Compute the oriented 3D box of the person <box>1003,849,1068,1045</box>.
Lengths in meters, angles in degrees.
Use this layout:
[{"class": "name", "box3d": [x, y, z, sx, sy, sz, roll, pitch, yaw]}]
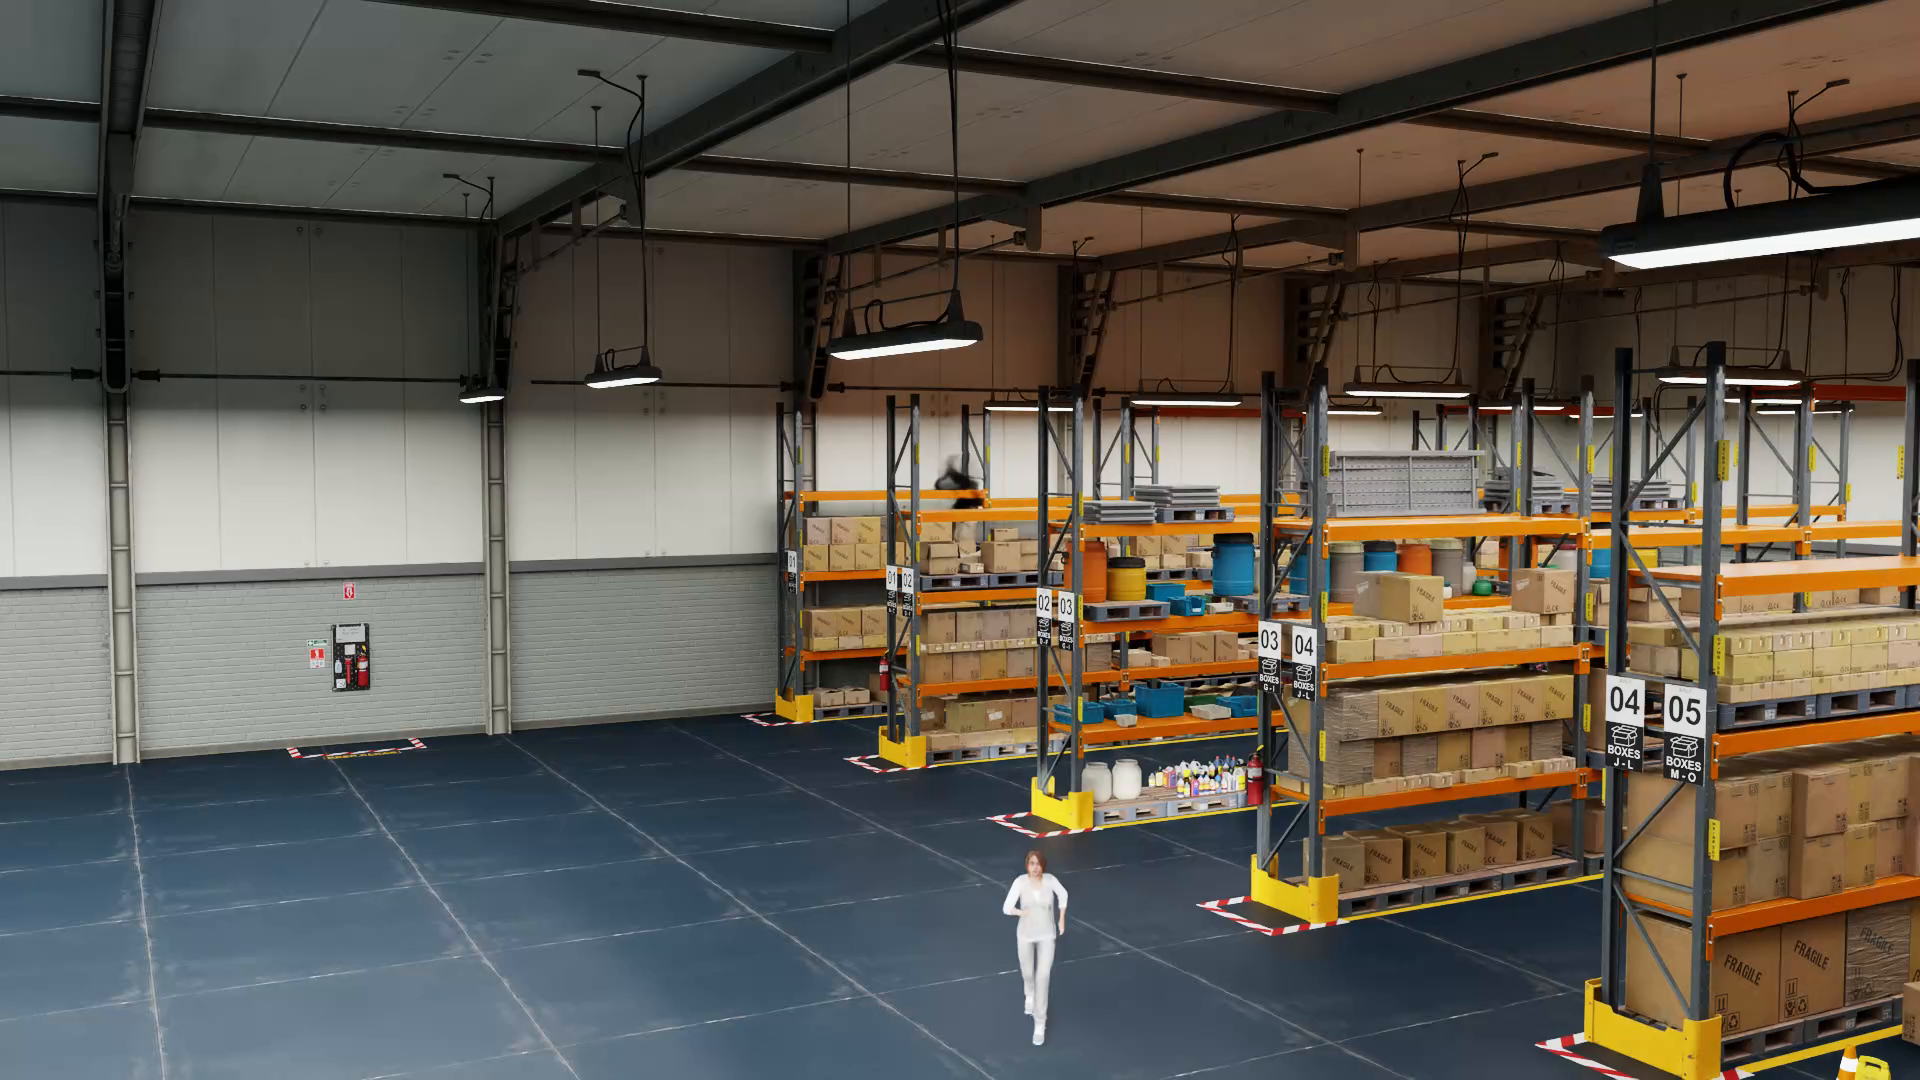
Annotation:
[{"class": "person", "box3d": [0.664, 3.524, 14.652, 0.558, 1.585, 0.837, 0, 3, 5]}]
